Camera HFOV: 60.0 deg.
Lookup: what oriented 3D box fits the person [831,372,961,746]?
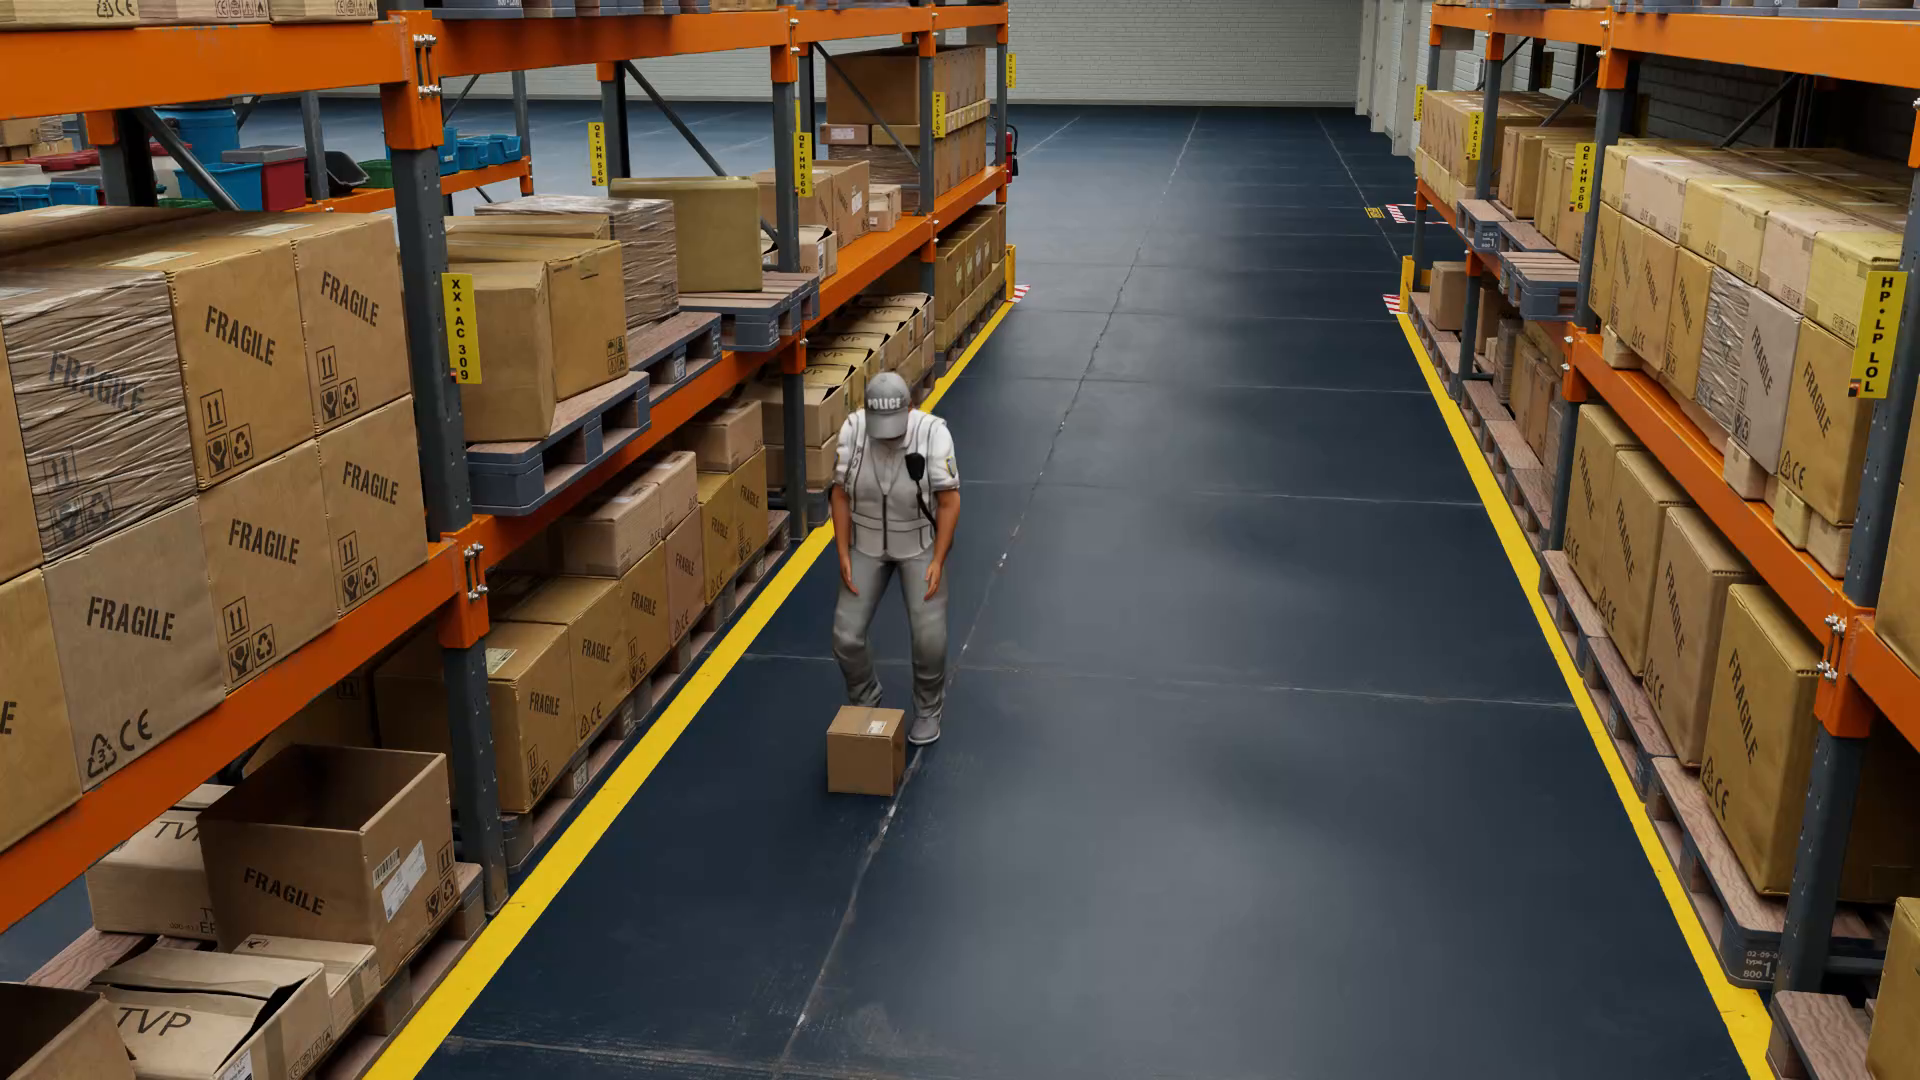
[{"bbox_3d":[-0.248,0.066,6.571,0.519,1.541,0.565,4,18,11],"label":"person"}]
